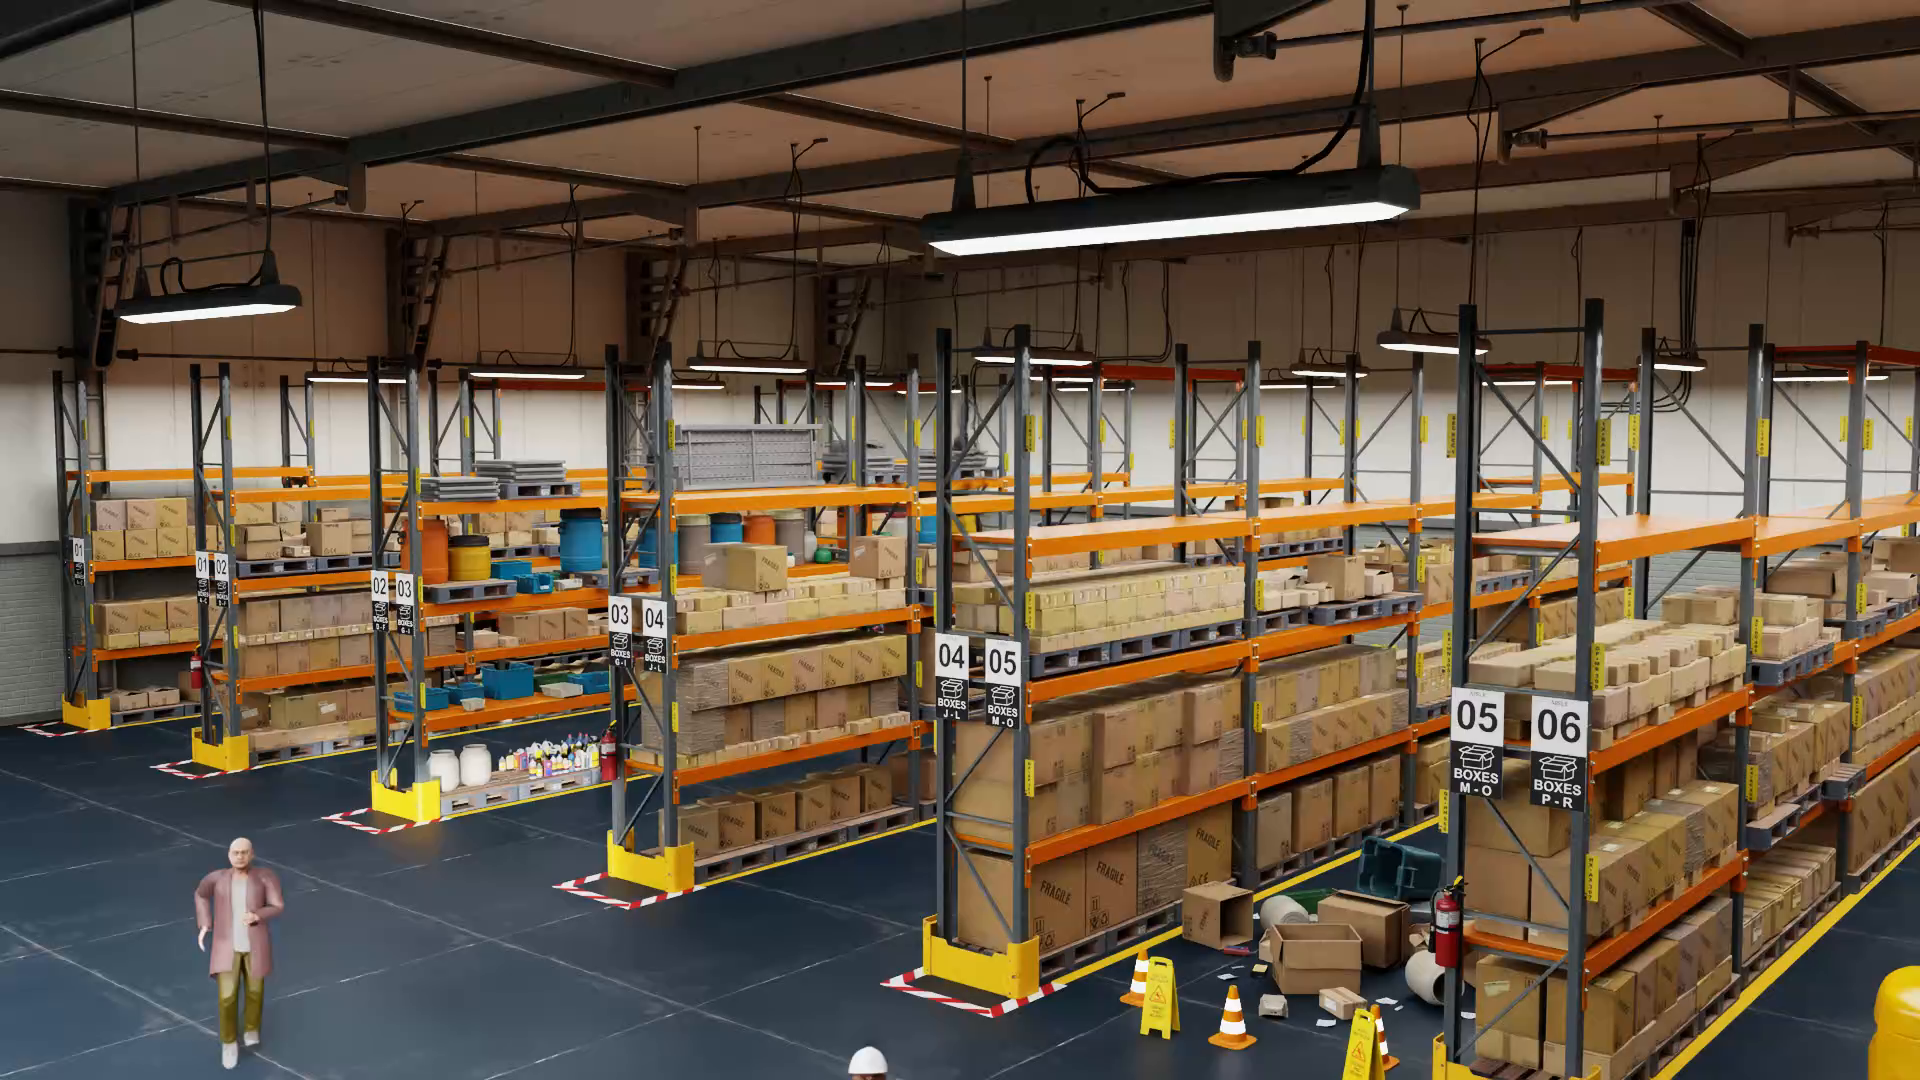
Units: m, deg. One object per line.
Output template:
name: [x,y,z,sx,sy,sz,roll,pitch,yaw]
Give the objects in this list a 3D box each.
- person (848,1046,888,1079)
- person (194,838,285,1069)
person: [-0.487,3.618,8.947,0.668,1.817,0.818,0,4,-6]
person: [-5.804,3.314,13.428,0.671,1.823,0.798,-2,5,-24]
